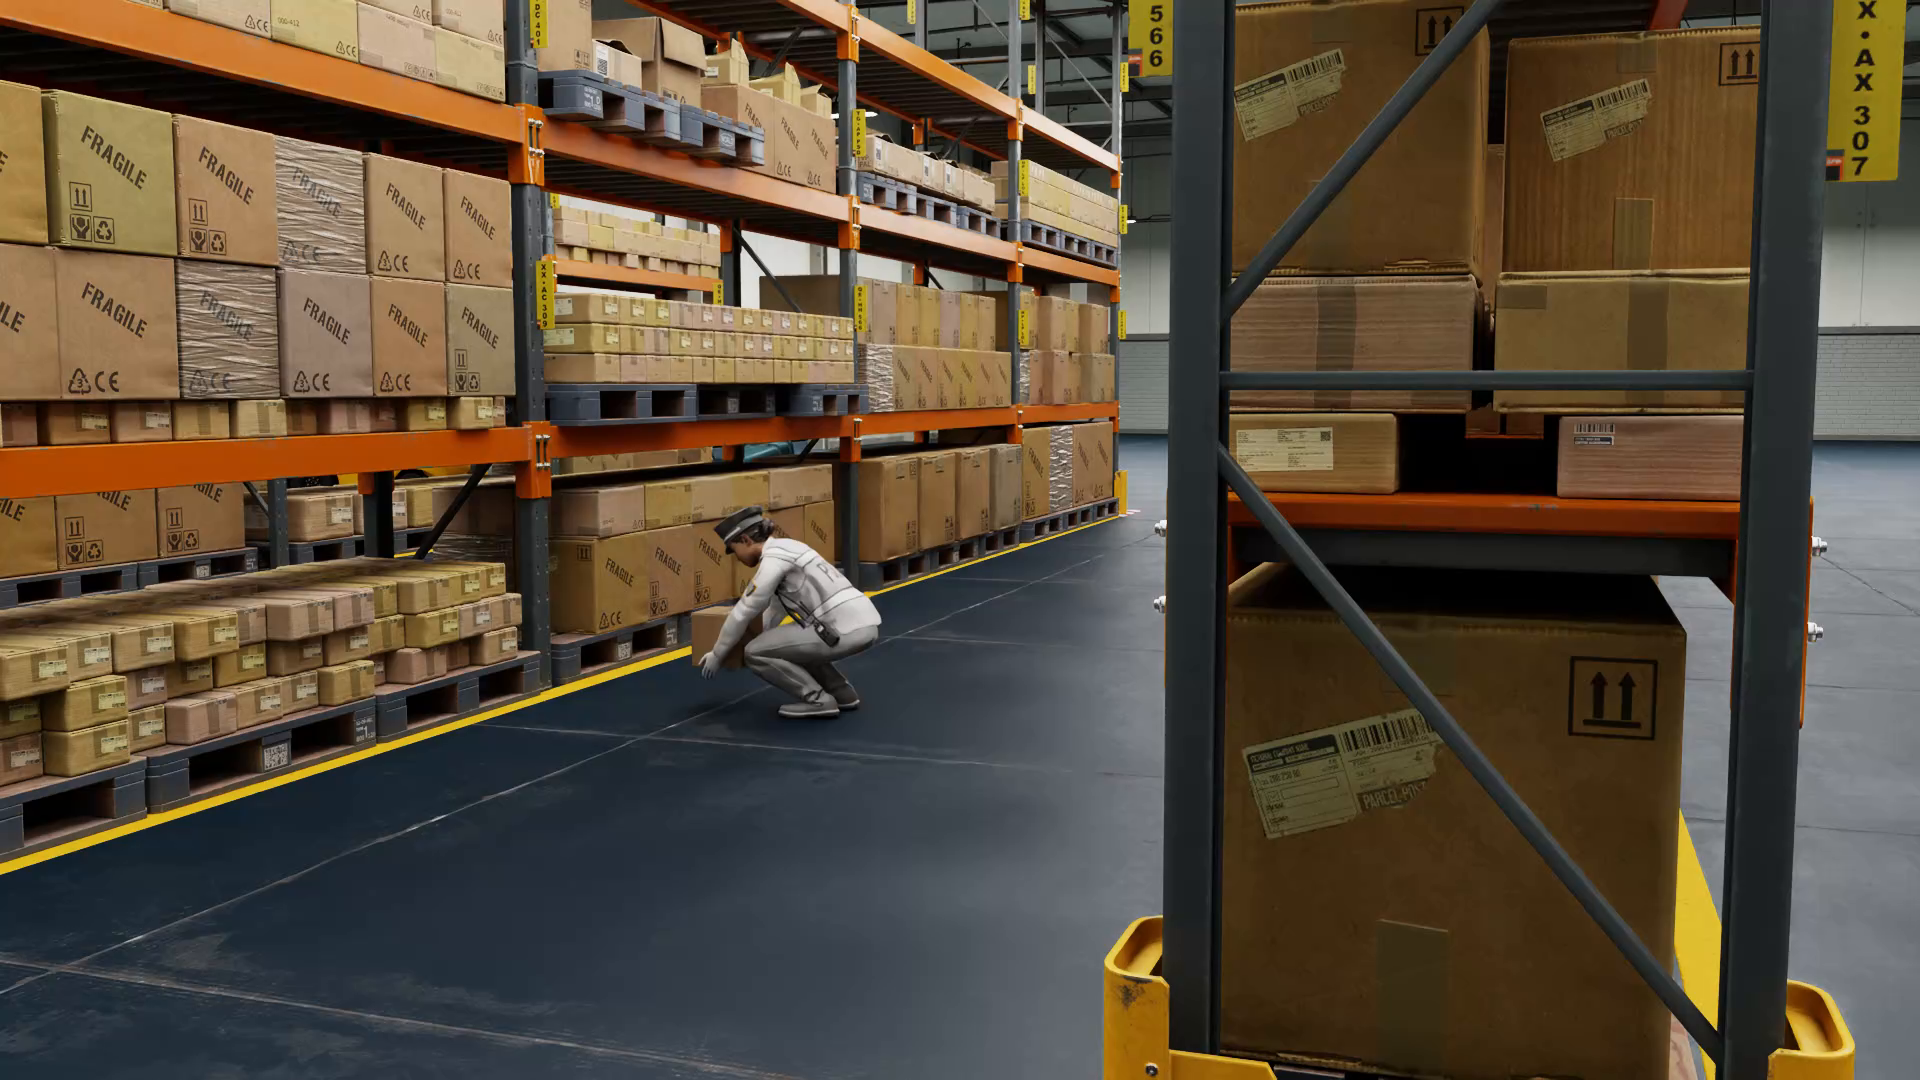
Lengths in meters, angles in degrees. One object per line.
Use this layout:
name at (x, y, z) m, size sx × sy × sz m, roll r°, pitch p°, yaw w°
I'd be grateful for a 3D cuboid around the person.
person at (-0.777, 0.319, 7.678) m, size 0.822 × 0.964 × 0.503 m, roll 2°, pitch 6°, yaw 18°
